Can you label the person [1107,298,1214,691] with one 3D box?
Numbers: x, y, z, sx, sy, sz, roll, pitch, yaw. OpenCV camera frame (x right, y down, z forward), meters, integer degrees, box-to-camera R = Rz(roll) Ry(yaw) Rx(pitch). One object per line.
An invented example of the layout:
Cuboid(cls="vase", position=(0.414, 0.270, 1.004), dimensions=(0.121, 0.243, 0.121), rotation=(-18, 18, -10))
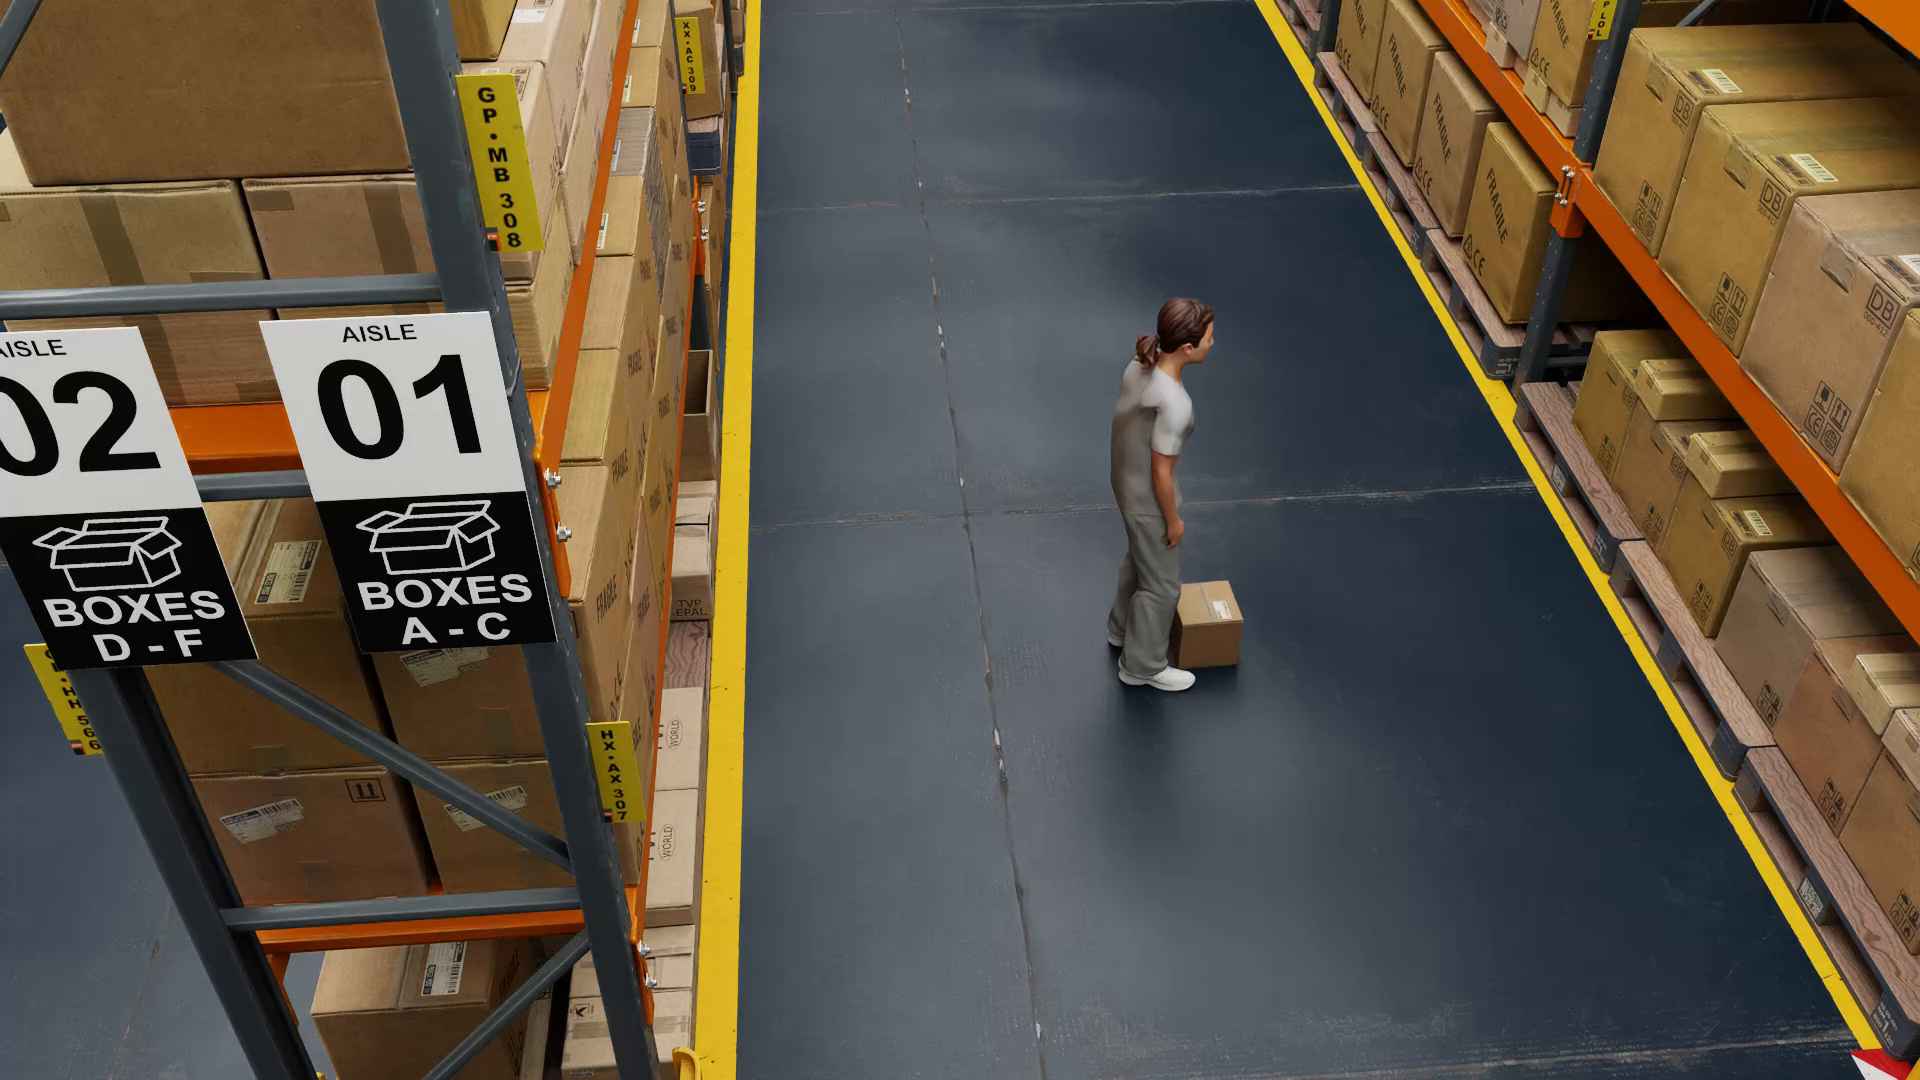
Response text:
Cuboid(cls="person", position=(0.754, -0.177, 6.374), dimensions=(0.362, 1.671, 0.497), rotation=(-5, 40, -6))
